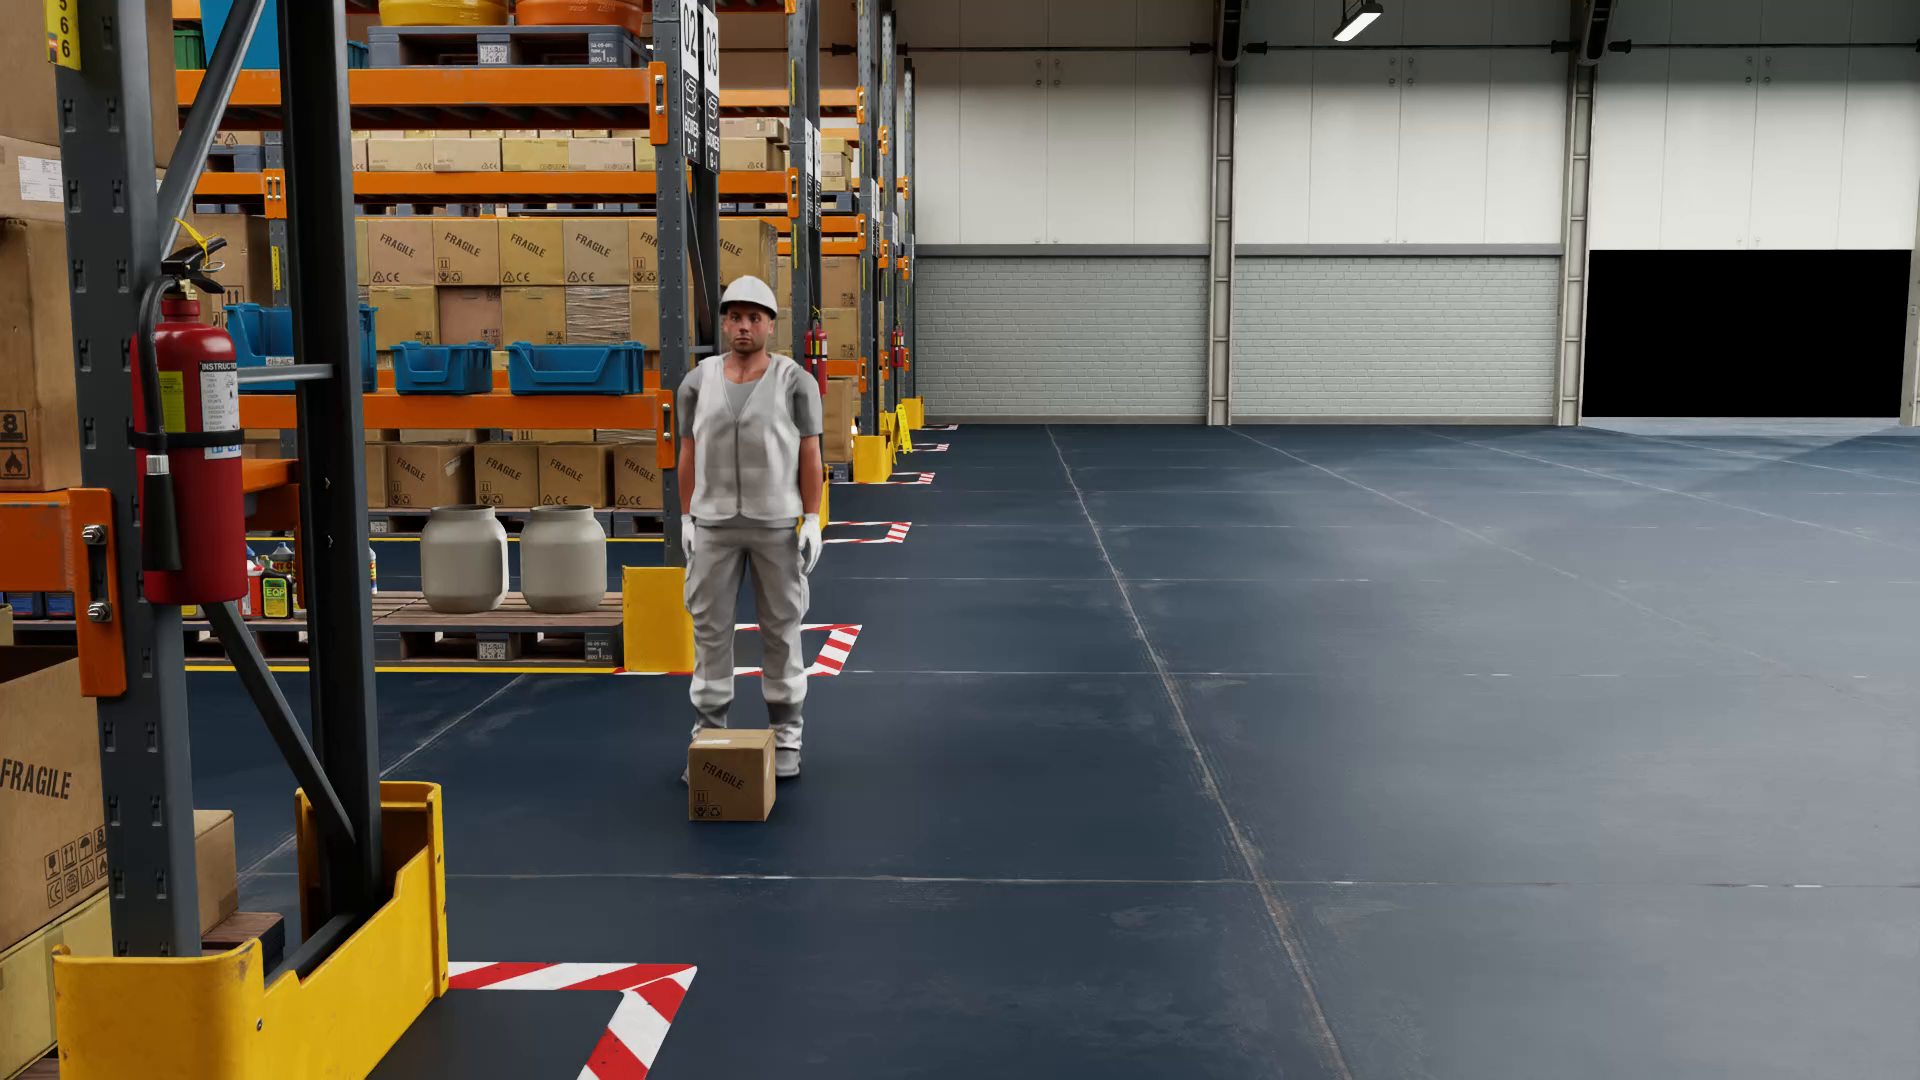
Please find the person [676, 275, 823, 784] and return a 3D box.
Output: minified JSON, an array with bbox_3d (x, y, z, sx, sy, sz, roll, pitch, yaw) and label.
[{"bbox_3d":[-0.754,-0.037,5.933,0.528,1.798,0.376,0,7,2],"label":"person"}]
